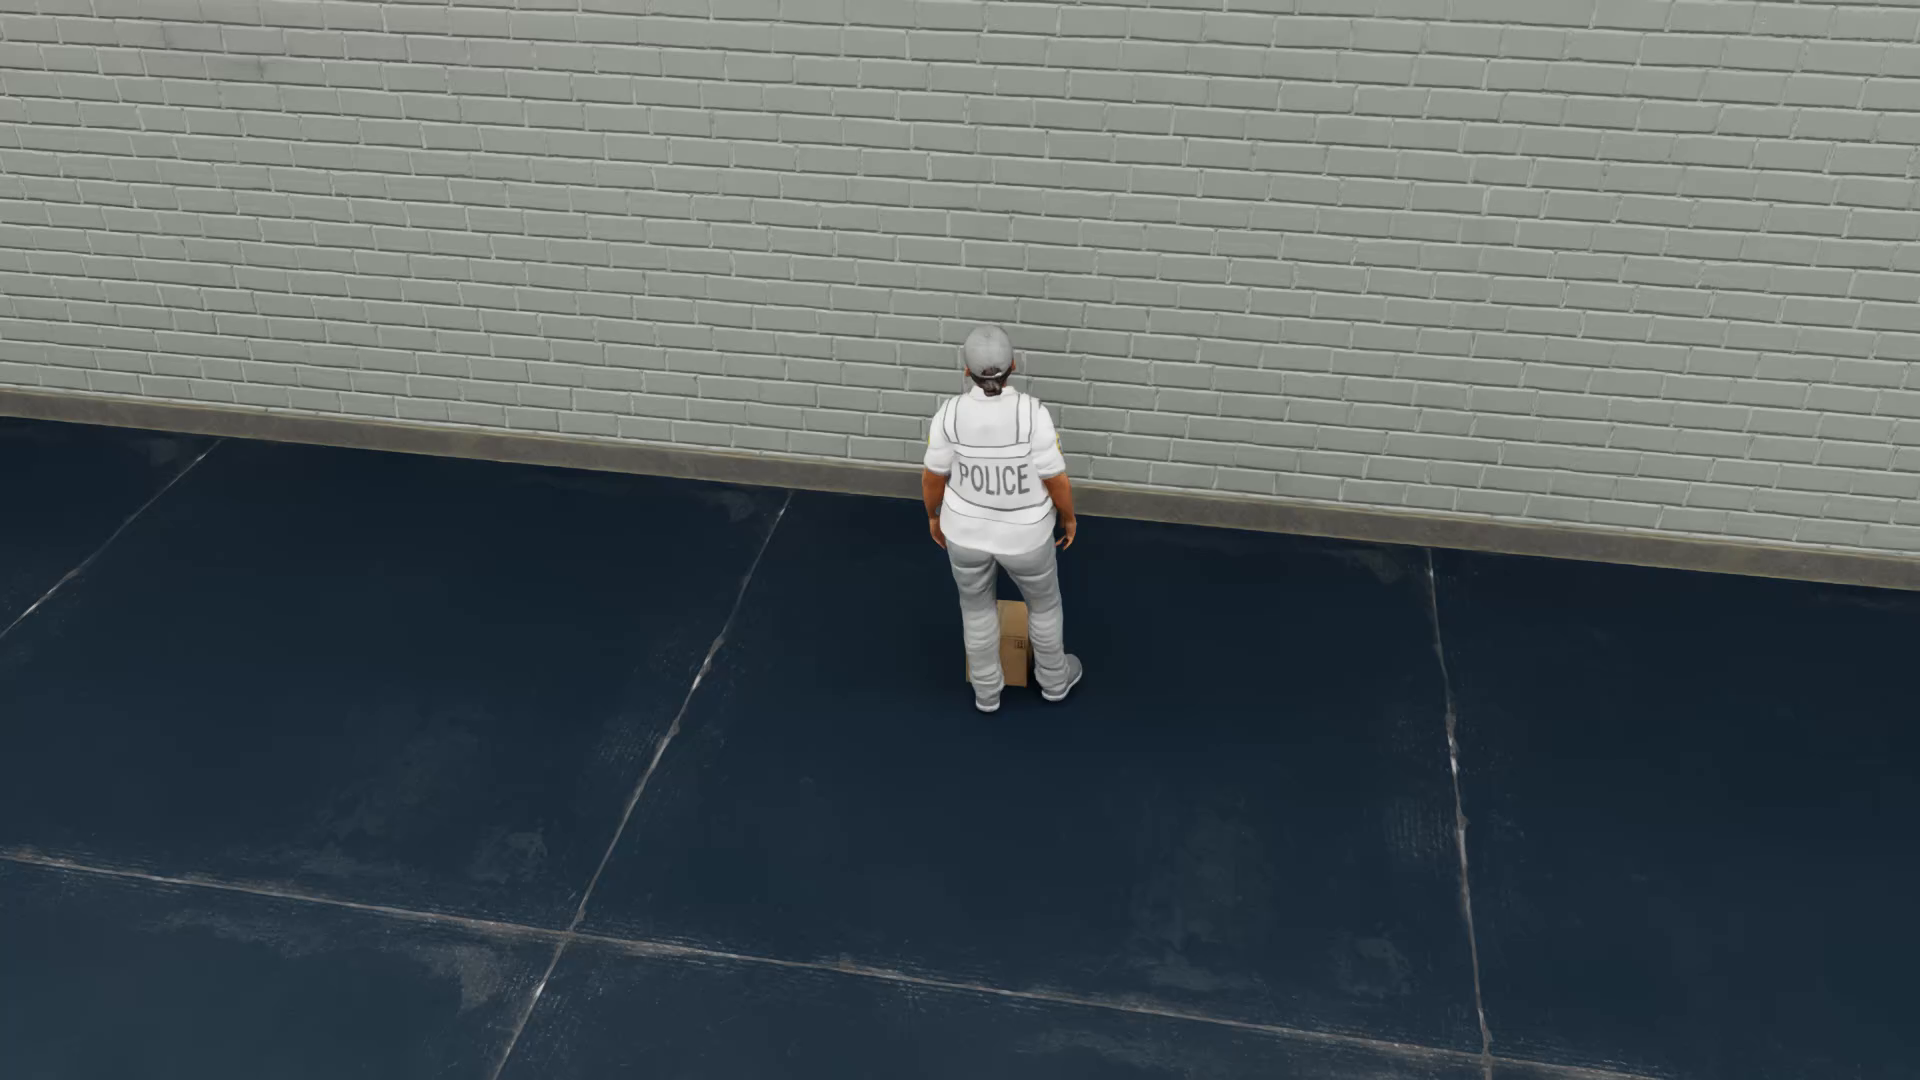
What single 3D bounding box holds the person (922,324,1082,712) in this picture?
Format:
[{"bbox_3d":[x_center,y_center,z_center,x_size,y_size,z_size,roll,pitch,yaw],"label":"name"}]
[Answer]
[{"bbox_3d":[0.175,-0.082,6.245,0.598,1.670,0.529,5,33,8],"label":"person"}]
